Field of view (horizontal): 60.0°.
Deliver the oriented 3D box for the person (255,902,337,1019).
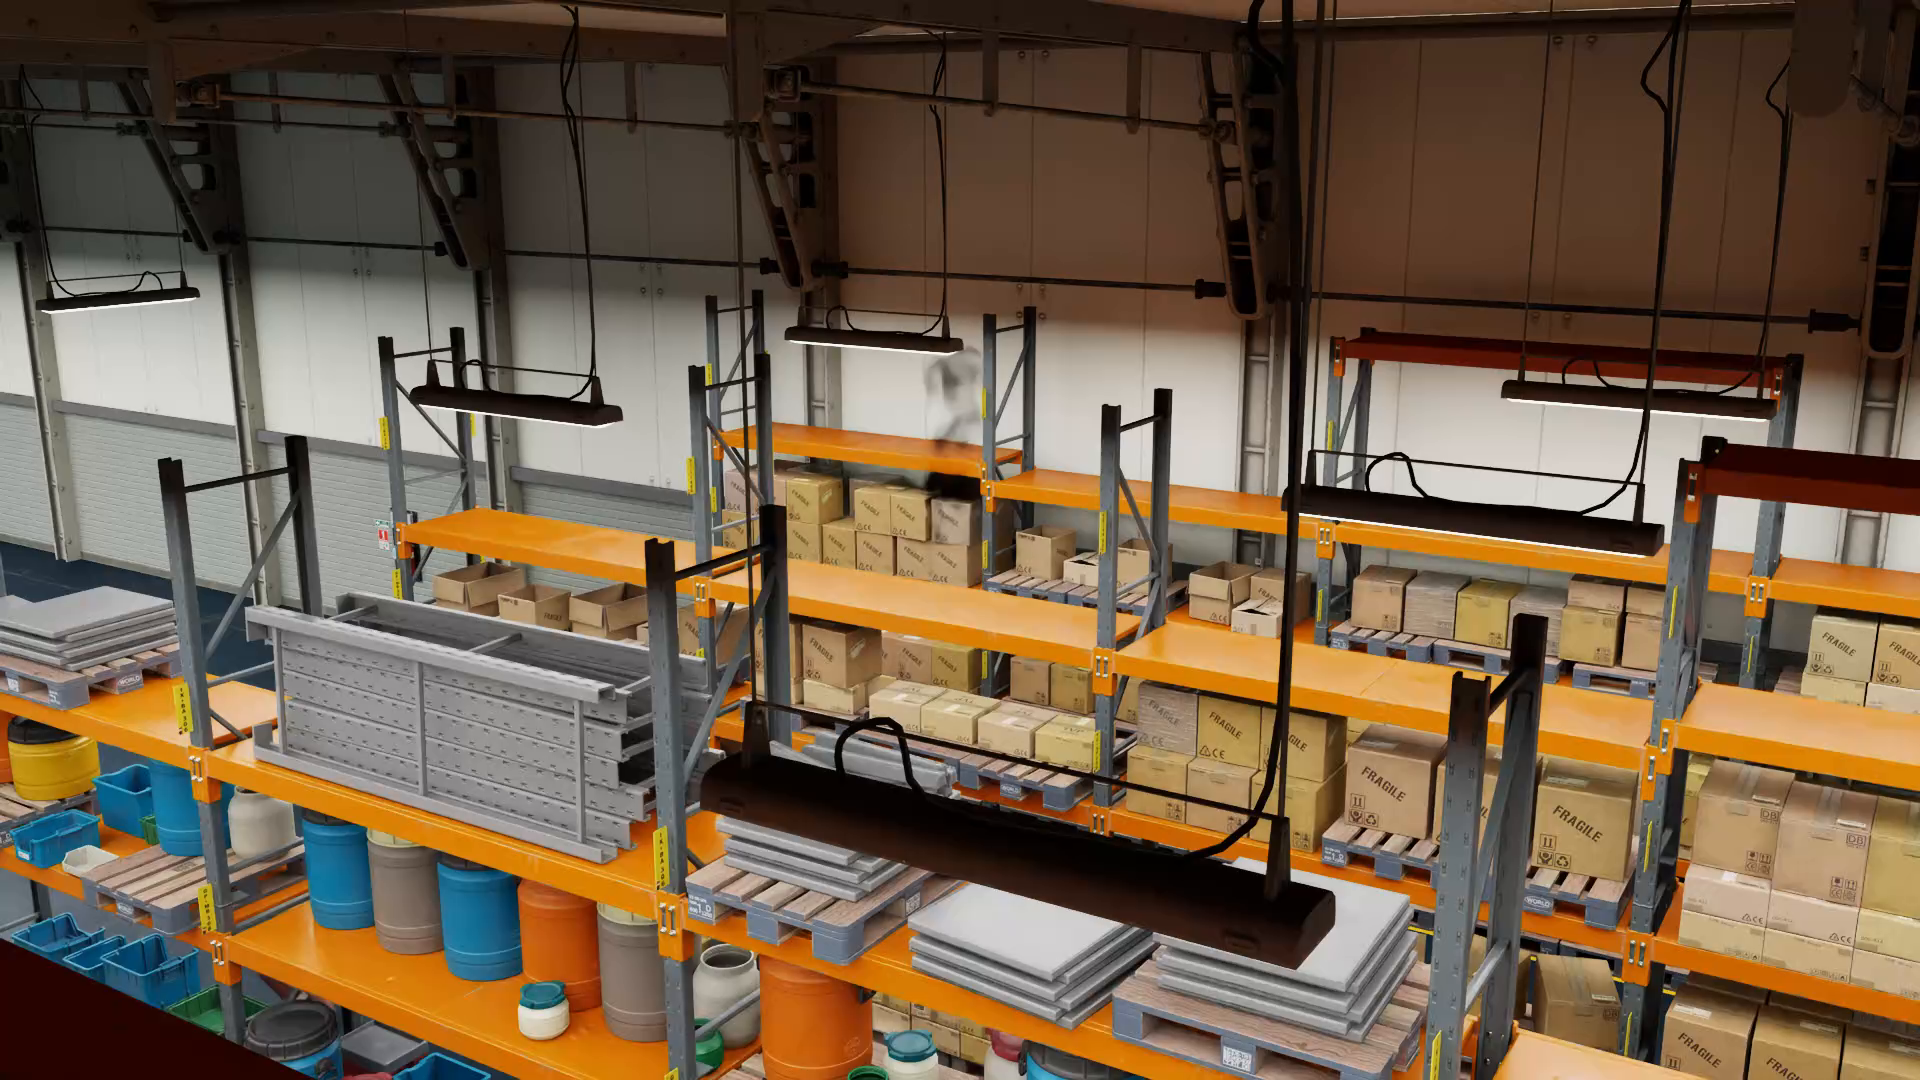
[{"bbox_3d":[-6.052,3.636,15.079,0.749,1.602,0.611,1,14,6],"label":"person"}]
